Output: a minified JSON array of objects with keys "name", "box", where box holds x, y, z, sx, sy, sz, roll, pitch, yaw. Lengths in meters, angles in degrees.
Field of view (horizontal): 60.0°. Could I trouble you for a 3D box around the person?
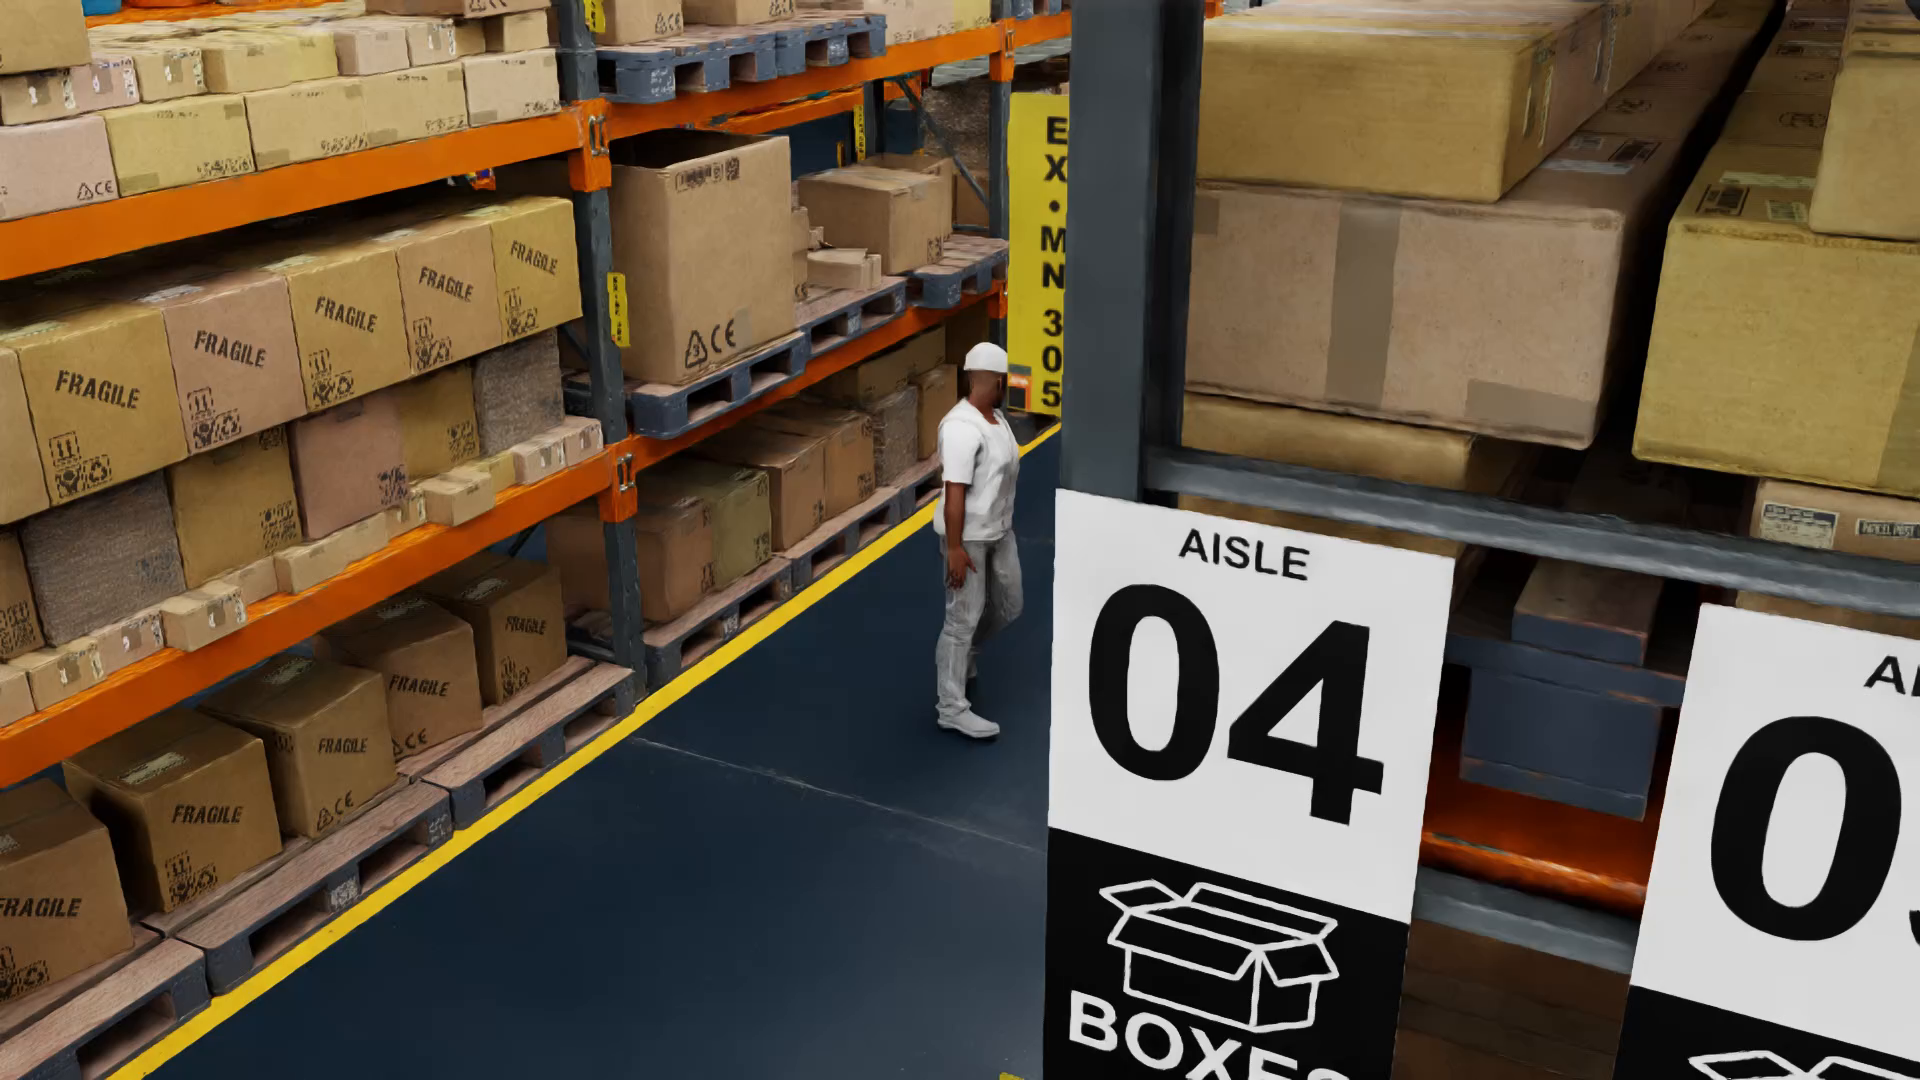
[{"name":"person","box":[0.076,-0.027,7.651,0.523,1.732,0.680,12,25,26]}]
